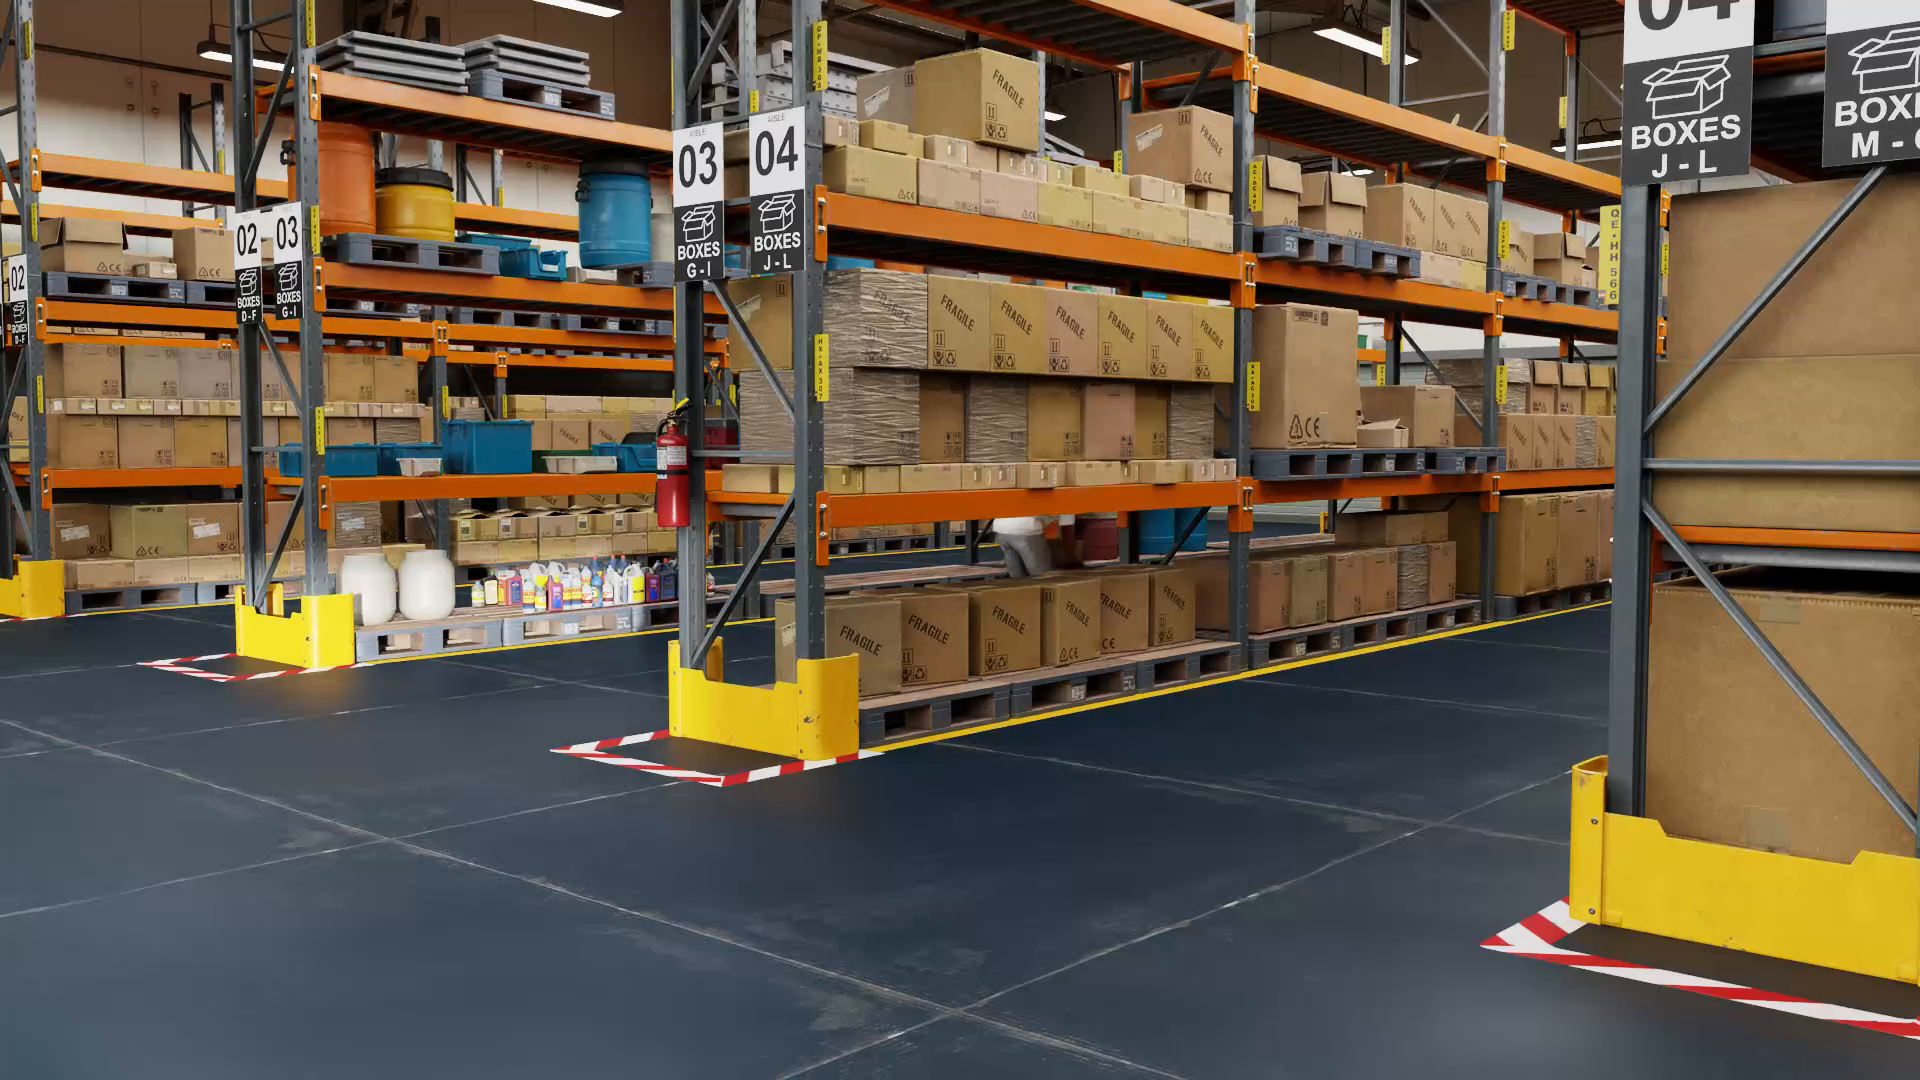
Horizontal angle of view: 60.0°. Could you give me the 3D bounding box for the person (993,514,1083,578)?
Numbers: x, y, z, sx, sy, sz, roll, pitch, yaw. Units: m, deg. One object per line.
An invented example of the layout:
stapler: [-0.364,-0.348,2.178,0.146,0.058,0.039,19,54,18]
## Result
person: [0.652,0.063,12.756,0.843,1.489,0.461,-3,4,-37]
